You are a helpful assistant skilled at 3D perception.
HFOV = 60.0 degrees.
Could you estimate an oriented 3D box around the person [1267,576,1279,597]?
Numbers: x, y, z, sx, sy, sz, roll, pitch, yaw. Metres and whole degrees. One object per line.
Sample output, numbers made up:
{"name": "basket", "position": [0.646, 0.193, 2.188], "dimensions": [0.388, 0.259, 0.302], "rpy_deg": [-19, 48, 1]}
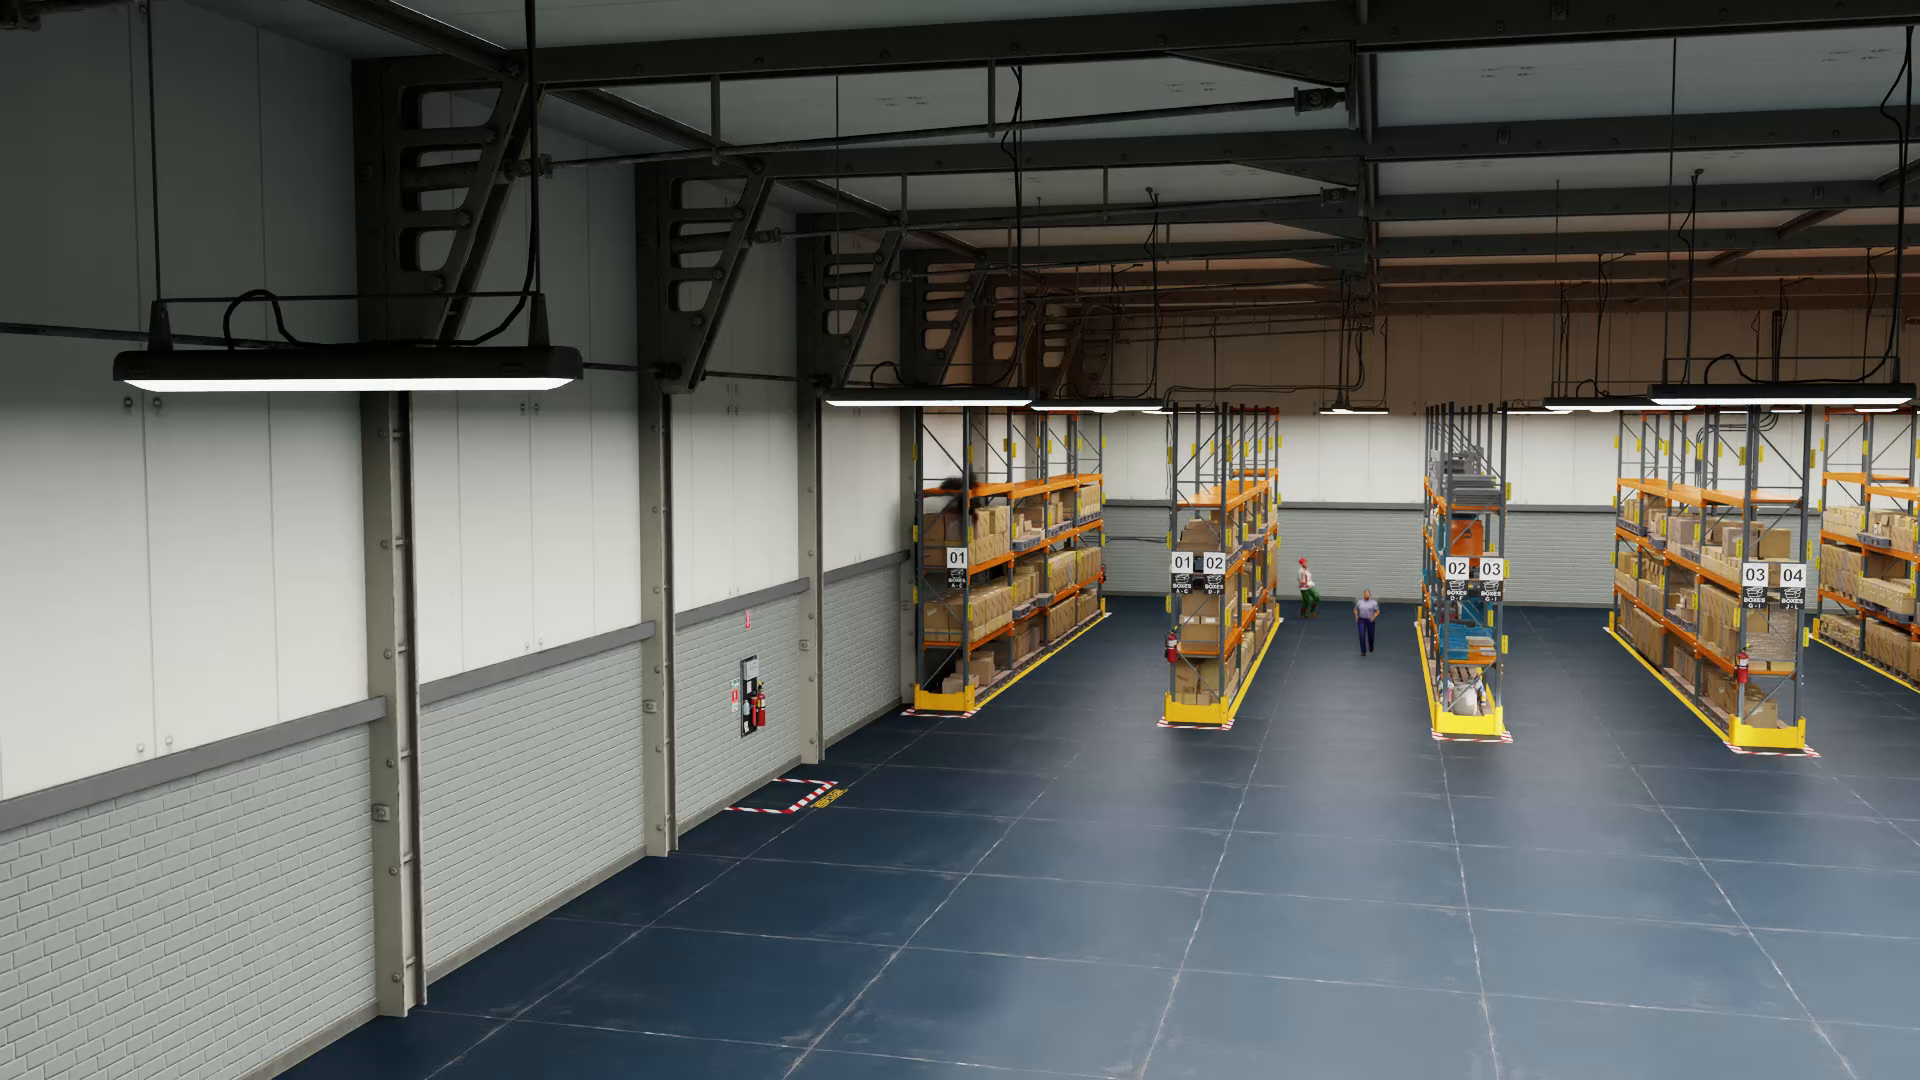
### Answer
{"name": "person", "position": [8.802, 1.382, 47.887], "dimensions": [0.722, 1.690, 0.612], "rpy_deg": [2, 5, 30]}

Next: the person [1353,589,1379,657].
{"name": "person", "position": [9.739, 1.989, 39.889], "dimensions": [0.608, 1.578, 0.599], "rpy_deg": [1, 4, 17]}

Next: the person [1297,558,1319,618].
{"name": "person", "position": [9.803, 1.367, 46.960], "dimensions": [0.692, 1.717, 0.657], "rpy_deg": [-4, 6, -41]}
